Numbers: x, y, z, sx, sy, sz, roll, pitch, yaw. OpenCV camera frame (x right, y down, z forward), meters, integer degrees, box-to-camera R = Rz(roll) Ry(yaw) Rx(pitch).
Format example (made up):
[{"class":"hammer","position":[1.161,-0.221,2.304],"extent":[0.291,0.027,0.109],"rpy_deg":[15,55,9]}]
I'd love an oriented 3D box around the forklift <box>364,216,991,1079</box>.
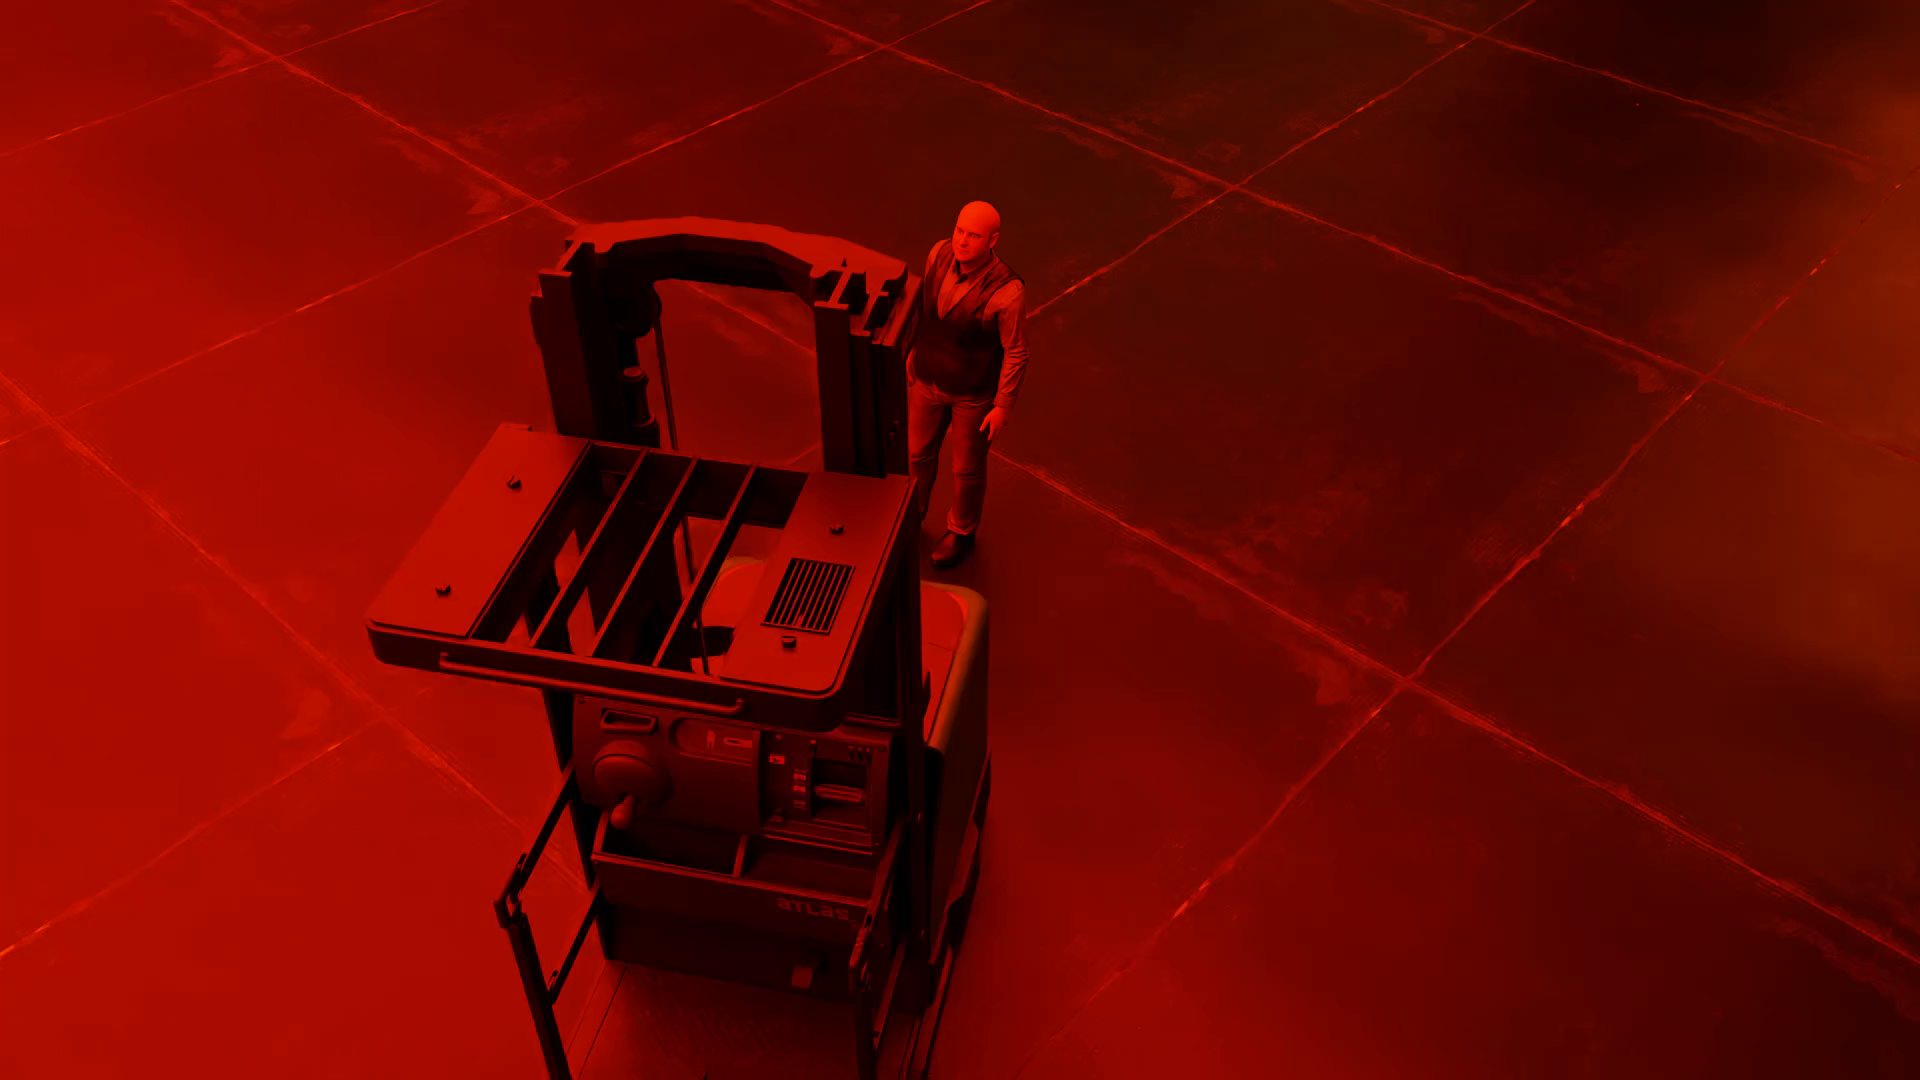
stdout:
[{"class":"forklift","position":[-0.694,0.748,4.557],"extent":[1.130,2.935,3.031],"rpy_deg":[8,41,9]}]

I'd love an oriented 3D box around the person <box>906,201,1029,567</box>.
[{"class":"person","position":[-0.048,-0.633,7.084],"extent":[0.632,1.720,0.568],"rpy_deg":[31,49,31]}]
